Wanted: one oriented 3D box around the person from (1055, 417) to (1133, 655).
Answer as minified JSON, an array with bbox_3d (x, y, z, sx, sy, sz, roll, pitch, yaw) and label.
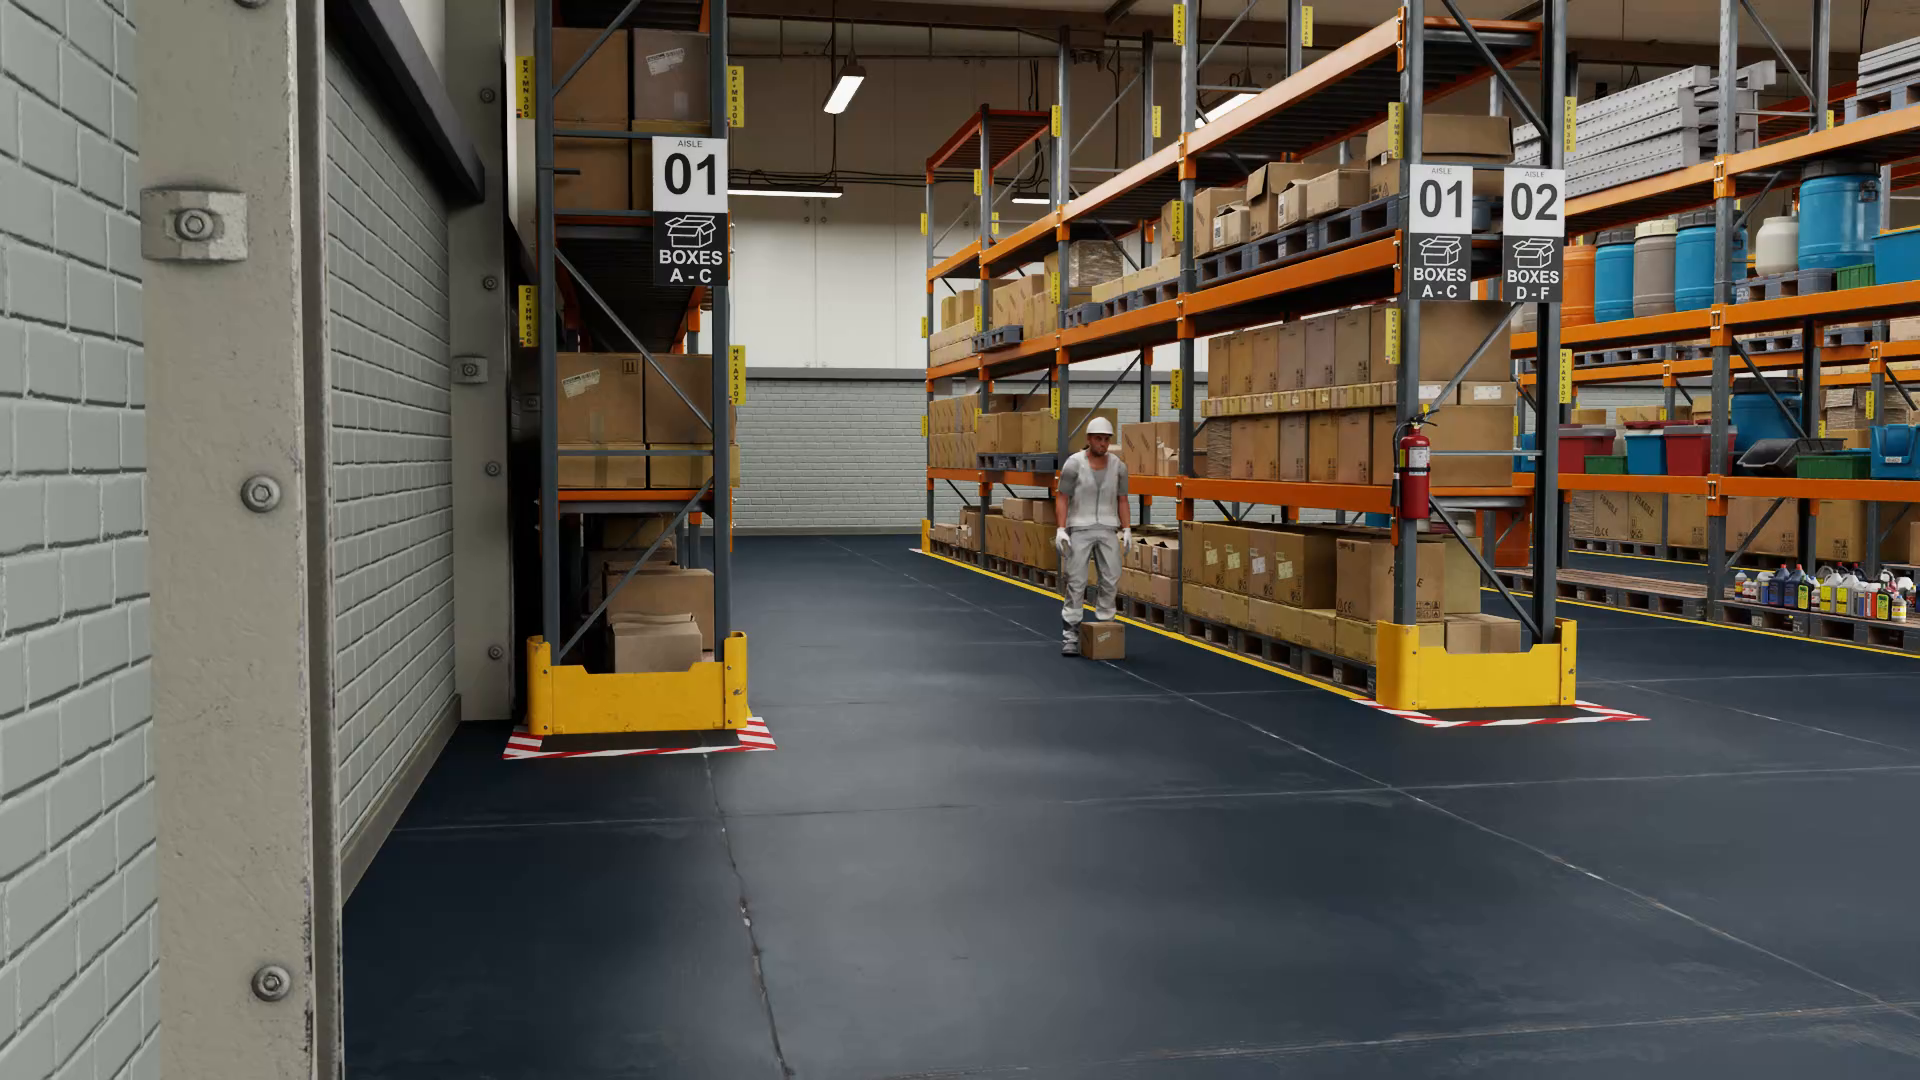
[{"bbox_3d":[1.007,-0.030,12.488,0.609,1.779,0.454,-1,3,-12],"label":"person"}]
